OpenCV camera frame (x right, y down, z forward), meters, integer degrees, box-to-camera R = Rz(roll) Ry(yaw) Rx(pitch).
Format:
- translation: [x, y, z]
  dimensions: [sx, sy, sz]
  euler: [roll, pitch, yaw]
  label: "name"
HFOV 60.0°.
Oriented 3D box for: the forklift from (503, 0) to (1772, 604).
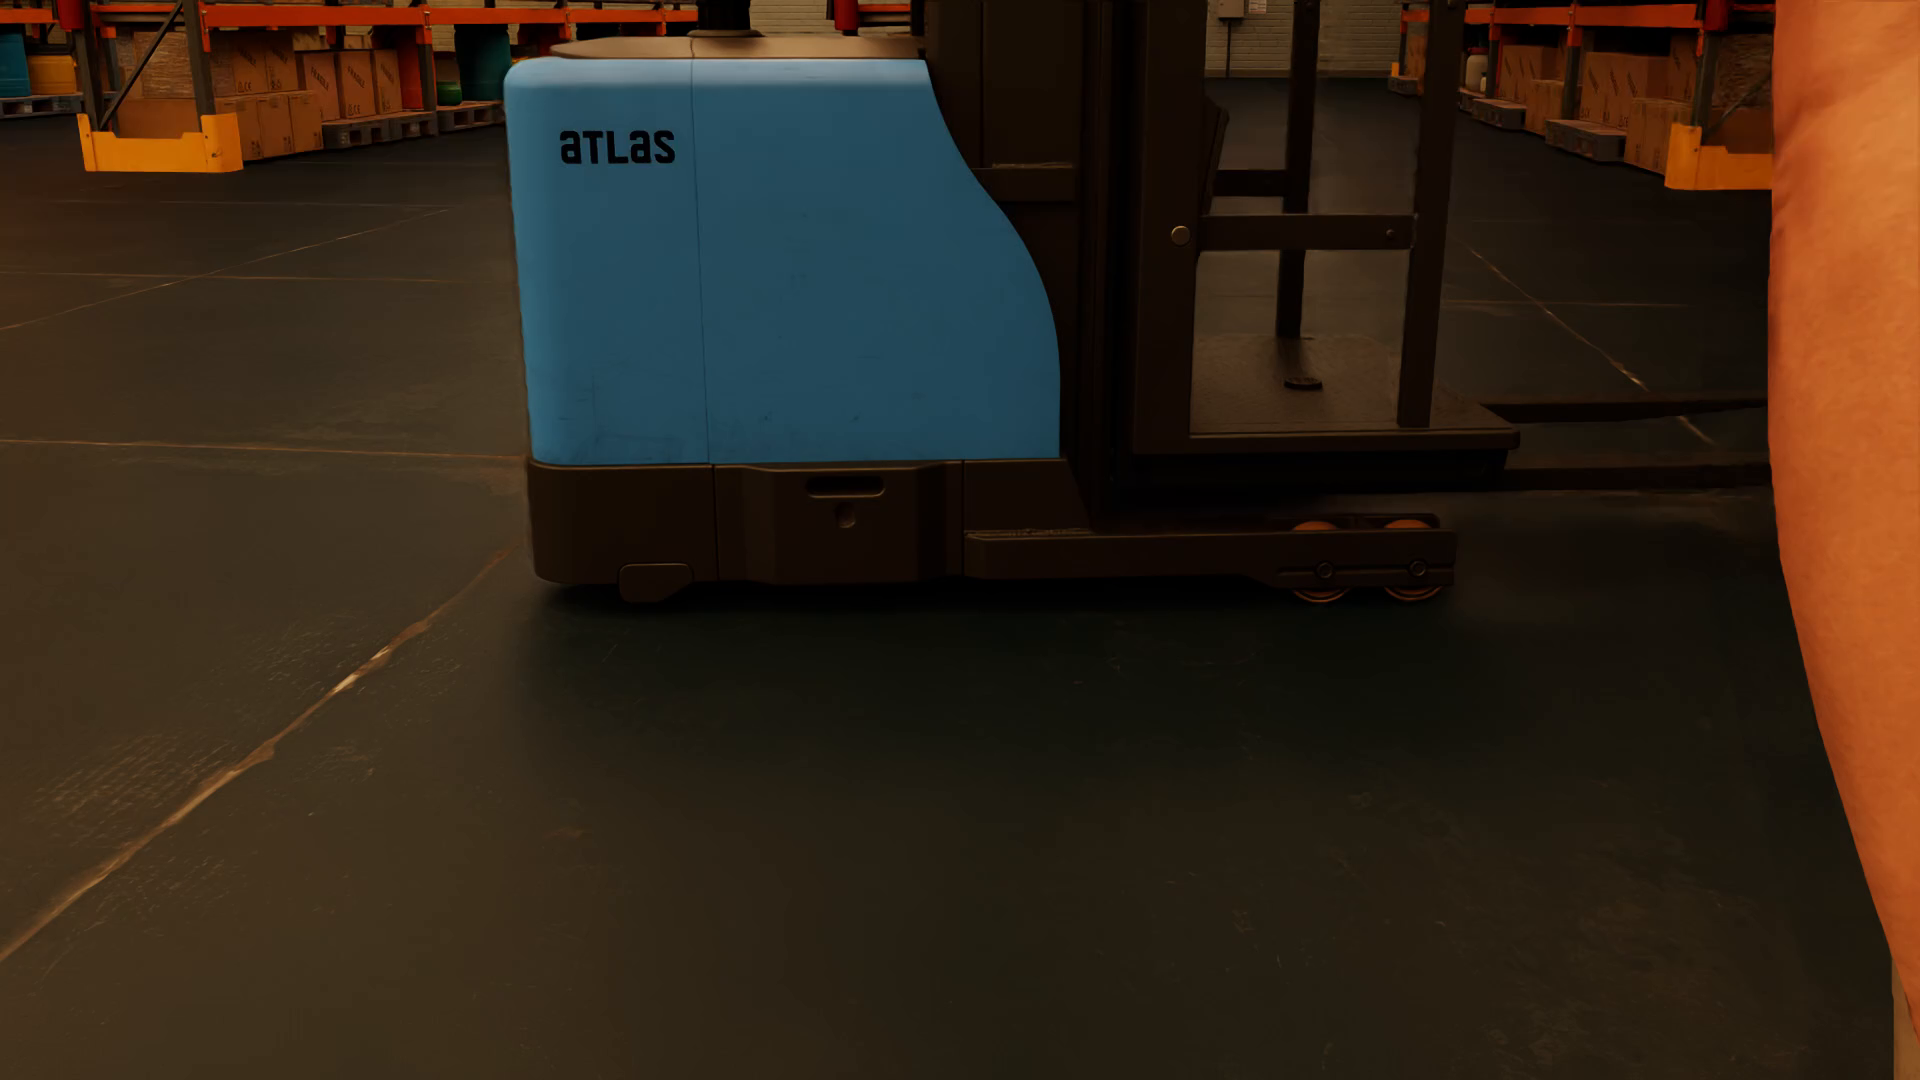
- translation: [0.615, -1.426, 3.475]
  dimensions: [3.031, 2.935, 1.130]
  euler: [-1, 18, -4]
  label: "forklift"
